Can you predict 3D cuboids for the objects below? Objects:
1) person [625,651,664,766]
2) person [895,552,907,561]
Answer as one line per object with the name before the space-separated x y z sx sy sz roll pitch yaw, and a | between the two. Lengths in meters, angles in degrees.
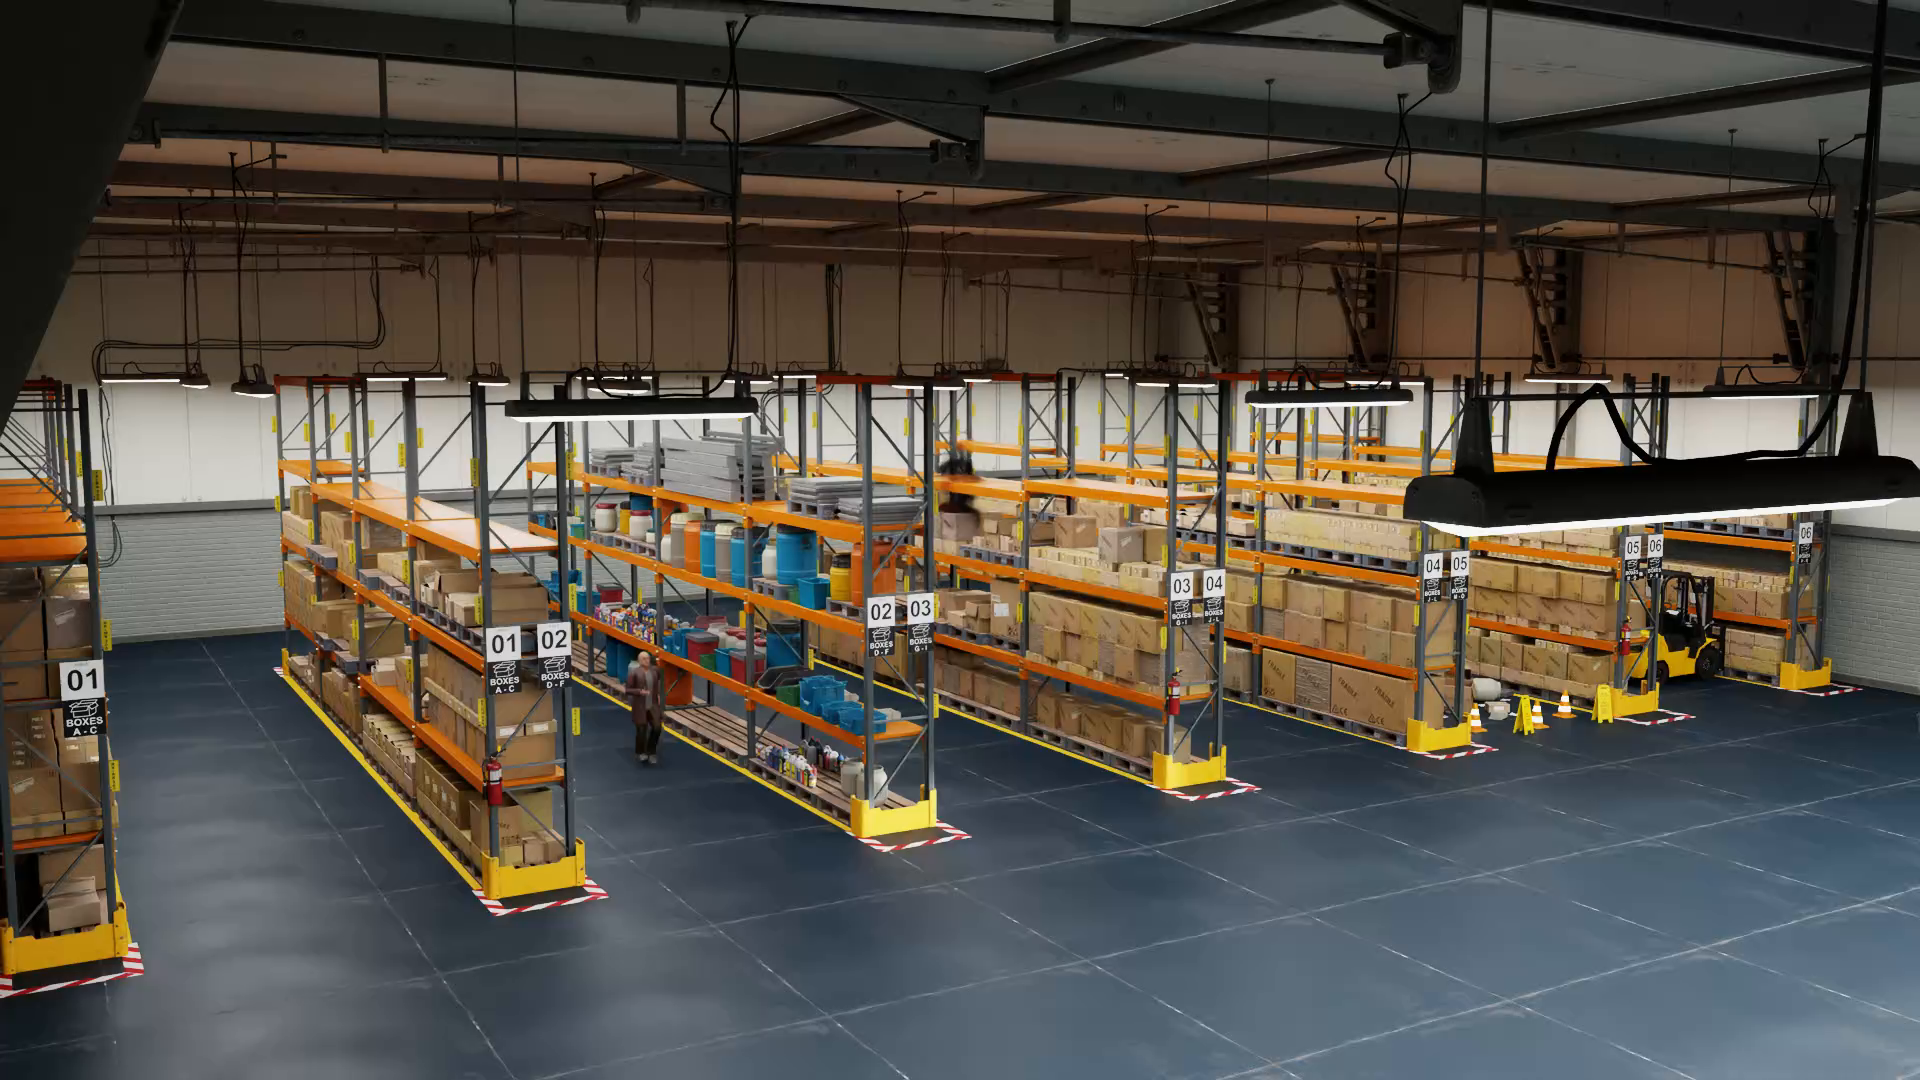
person | -4.871 2.633 25.916 0.702 1.808 0.742 -4 7 -32
person | -1.634 1.029 40.856 0.766 1.705 0.845 4 8 34
